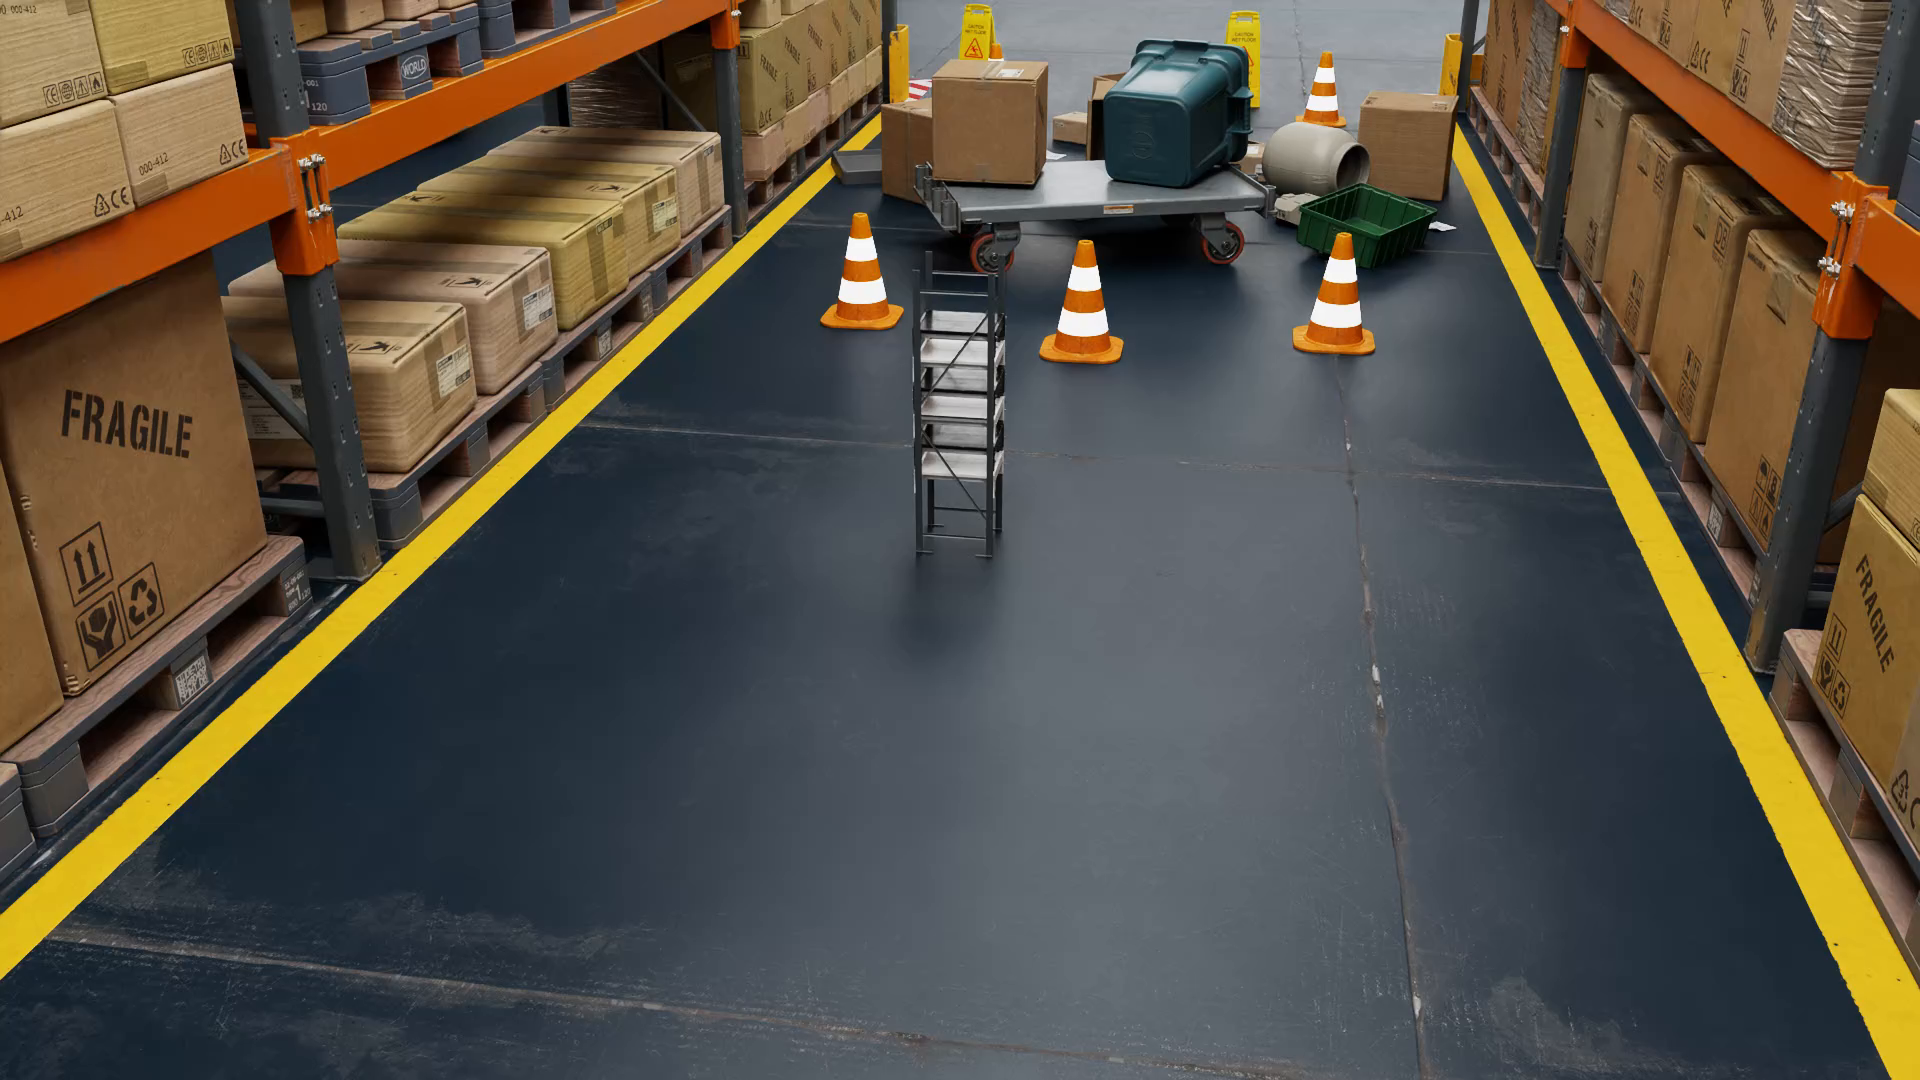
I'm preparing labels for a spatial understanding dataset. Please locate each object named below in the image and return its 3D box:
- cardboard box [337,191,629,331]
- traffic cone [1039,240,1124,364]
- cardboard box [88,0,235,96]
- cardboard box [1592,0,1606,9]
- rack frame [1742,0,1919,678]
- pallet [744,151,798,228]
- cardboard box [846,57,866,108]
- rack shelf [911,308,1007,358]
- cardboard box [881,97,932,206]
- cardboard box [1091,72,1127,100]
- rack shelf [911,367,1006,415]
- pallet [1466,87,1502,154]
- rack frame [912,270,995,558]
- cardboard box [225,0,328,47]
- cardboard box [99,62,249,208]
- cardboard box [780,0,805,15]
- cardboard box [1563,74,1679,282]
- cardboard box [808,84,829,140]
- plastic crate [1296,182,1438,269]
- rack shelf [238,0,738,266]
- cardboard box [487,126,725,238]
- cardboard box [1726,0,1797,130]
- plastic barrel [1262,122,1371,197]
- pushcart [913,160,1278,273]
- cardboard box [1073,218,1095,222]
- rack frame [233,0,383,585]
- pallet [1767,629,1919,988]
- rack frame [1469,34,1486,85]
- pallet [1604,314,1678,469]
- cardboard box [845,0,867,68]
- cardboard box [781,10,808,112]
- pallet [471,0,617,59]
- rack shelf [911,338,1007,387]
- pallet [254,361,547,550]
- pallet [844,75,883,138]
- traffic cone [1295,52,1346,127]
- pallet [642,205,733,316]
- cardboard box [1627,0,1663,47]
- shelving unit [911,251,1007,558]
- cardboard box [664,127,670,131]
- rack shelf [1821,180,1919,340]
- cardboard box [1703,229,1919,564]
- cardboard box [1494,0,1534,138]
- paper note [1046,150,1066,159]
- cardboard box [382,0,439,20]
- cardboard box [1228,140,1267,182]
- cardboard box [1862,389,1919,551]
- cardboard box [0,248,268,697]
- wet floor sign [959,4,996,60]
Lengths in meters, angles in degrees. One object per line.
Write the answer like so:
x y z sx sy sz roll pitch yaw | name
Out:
-1.919 -1.146 6.764 0.950 0.372 0.625 5 26 10 | cardboard box
0.508 -1.002 6.845 0.336 0.463 0.334 4 25 9 | traffic cone
-2.092 -1.223 3.911 0.500 0.250 0.500 4 25 8 | cardboard box
2.939 -2.501 6.936 0.500 0.500 0.500 4 25 9 | cardboard box
2.637 -0.984 3.813 1.000 3.000 0.127 4 25 9 | rack frame
-1.535 -1.978 9.226 1.003 0.211 1.213 4 25 9 | pallet
-0.915 -3.002 10.874 0.500 0.250 0.500 4 25 9 | cardboard box
-0.001 -0.619 4.952 0.258 0.077 0.200 4 25 9 | rack shelf
-0.092 -2.180 9.315 0.500 0.500 0.500 -20 32 -36 | cardboard box
1.255 -2.590 10.189 0.797 0.503 0.637 -14 29 -27 | cardboard box
-0.001 -0.455 5.028 0.258 0.077 0.200 4 25 9 | rack shelf
3.891 -2.727 10.827 1.003 0.211 1.213 4 25 9 | pallet
-0.018 -0.362 4.961 0.240 0.900 0.006 4 25 9 | rack frame
-2.027 -1.484 4.683 0.380 0.149 0.250 3 25 5 | cardboard box
-2.090 -0.987 3.997 0.500 0.250 0.500 3 25 7 | cardboard box
-1.085 -3.027 9.277 0.380 0.149 0.250 5 26 11 | cardboard box
3.278 -1.562 7.207 1.050 0.750 0.750 4 25 8 | cardboard box
-1.086 -2.576 9.964 0.500 0.250 0.500 4 25 8 | cardboard box
2.027 -1.573 8.320 0.450 0.188 0.662 29 36 30 | plastic crate
-1.936 -1.795 6.395 1.077 0.370 4.000 4 25 9 | rack shelf
-1.693 -1.738 8.029 0.950 0.372 0.625 4 25 9 | cardboard box
2.528 -1.444 4.680 0.500 0.500 0.500 4 25 9 | cardboard box
1.963 -2.071 9.174 0.421 0.421 0.512 -20 32 -36 | plastic barrel
0.648 -1.633 8.293 1.648 0.377 0.936 -5 25 -10 | pushcart
0.641 -1.911 9.020 0.258 0.266 0.396 -14 29 -27 | cardboard box
-2.263 -1.284 4.456 1.000 3.000 0.127 4 25 9 | rack frame
2.508 0.606 3.706 1.003 0.211 1.213 4 25 9 | pallet
3.948 -4.329 10.961 0.949 2.616 0.053 4 25 9 | rack frame
3.042 -0.554 6.185 1.003 0.211 1.213 4 25 9 | pallet
-0.911 -3.343 10.717 0.500 0.500 0.500 5 26 10 | cardboard box
-1.171 -2.695 9.332 0.500 0.500 0.500 5 26 11 | cardboard box
-1.980 -2.028 6.271 1.003 0.211 1.213 4 25 9 | pallet
-0.001 -0.537 4.990 0.258 0.077 0.200 4 25 9 | rack shelf
-2.134 -0.348 5.745 1.003 0.211 1.213 4 25 9 | pallet
-1.136 -2.998 11.406 1.003 0.211 1.213 4 25 9 | pallet
2.457 -3.057 11.235 0.336 0.463 0.334 4 25 9 | traffic cone
-1.735 -1.369 7.925 1.003 0.211 1.213 4 25 9 | pallet
2.773 -2.080 6.038 0.500 0.500 0.500 4 25 8 | cardboard box
-0.001 -0.404 5.052 0.258 0.900 0.210 4 25 9 | shelving unit
-1.778 -2.168 9.092 0.500 0.250 0.500 5 26 11 | cardboard box
2.310 0.179 2.179 1.077 0.370 4.000 4 25 9 | rack shelf
2.825 -0.403 4.732 1.050 0.750 0.750 4 25 8 | cardboard box
3.757 -2.901 9.921 0.875 0.875 0.875 4 25 8 | cardboard box
0.567 -2.402 10.360 0.148 0.019 0.142 13 28 26 | paper note
-1.857 -1.711 5.168 0.380 0.149 0.250 2 25 5 | cardboard box
1.754 -2.265 9.775 0.396 0.266 0.258 8 26 18 | cardboard box
2.285 -0.110 3.515 0.500 0.250 0.500 3 25 6 | cardboard box
-2.458 -0.229 4.212 0.875 0.875 0.875 4 25 8 | cardboard box
0.131 -3.569 12.114 0.267 0.644 0.232 13 28 26 | wet floor sign
